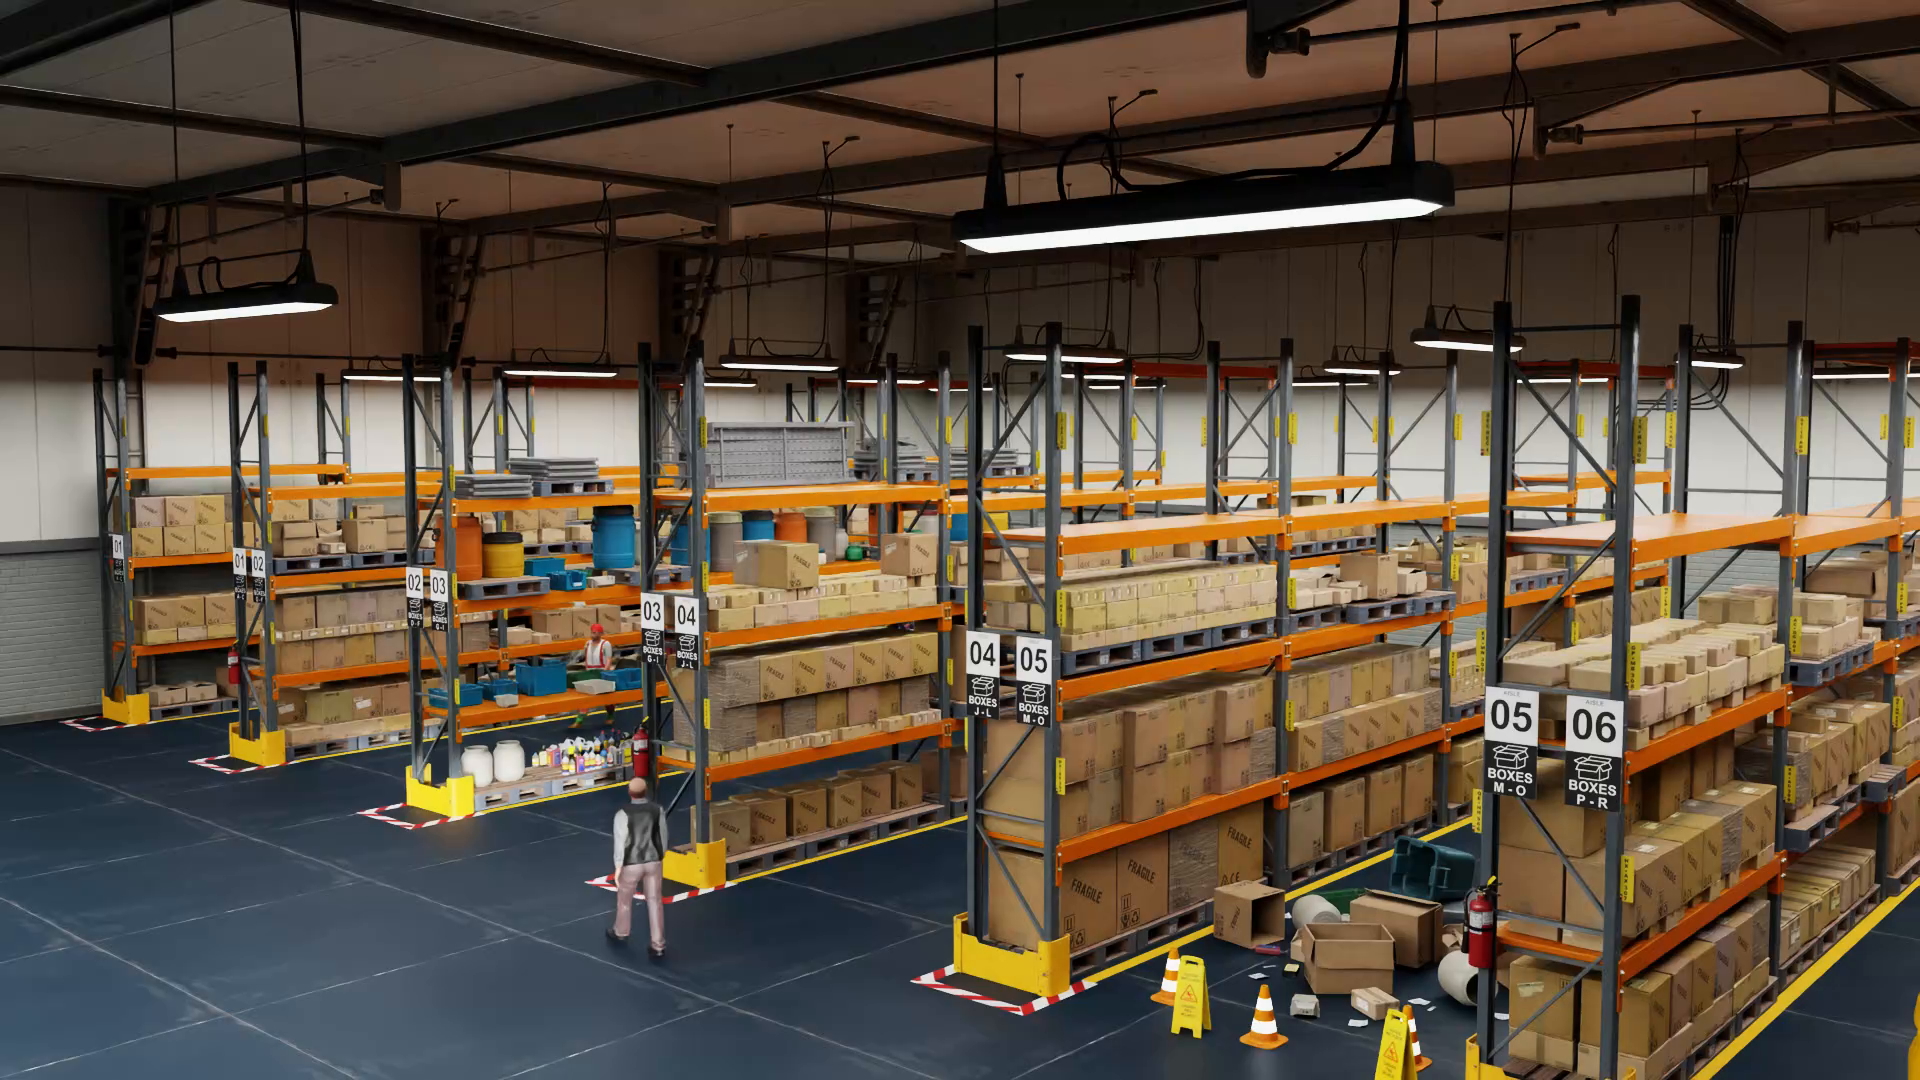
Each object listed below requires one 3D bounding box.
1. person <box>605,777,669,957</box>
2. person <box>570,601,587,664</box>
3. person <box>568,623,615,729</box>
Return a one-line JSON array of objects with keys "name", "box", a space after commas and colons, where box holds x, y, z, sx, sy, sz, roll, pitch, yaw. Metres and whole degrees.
[{"name": "person", "box": [-3.116, 3.125, 16.125, 0.589, 1.656, 1.031, -3, 5, -31]}, {"name": "person", "box": [-7.687, 1.796, 33.590, 0.458, 1.770, 0.576, -2, 5, -30]}, {"name": "person", "box": [-6.036, 2.245, 27.473, 0.559, 1.731, 1.040, 1, 4, 13]}]
